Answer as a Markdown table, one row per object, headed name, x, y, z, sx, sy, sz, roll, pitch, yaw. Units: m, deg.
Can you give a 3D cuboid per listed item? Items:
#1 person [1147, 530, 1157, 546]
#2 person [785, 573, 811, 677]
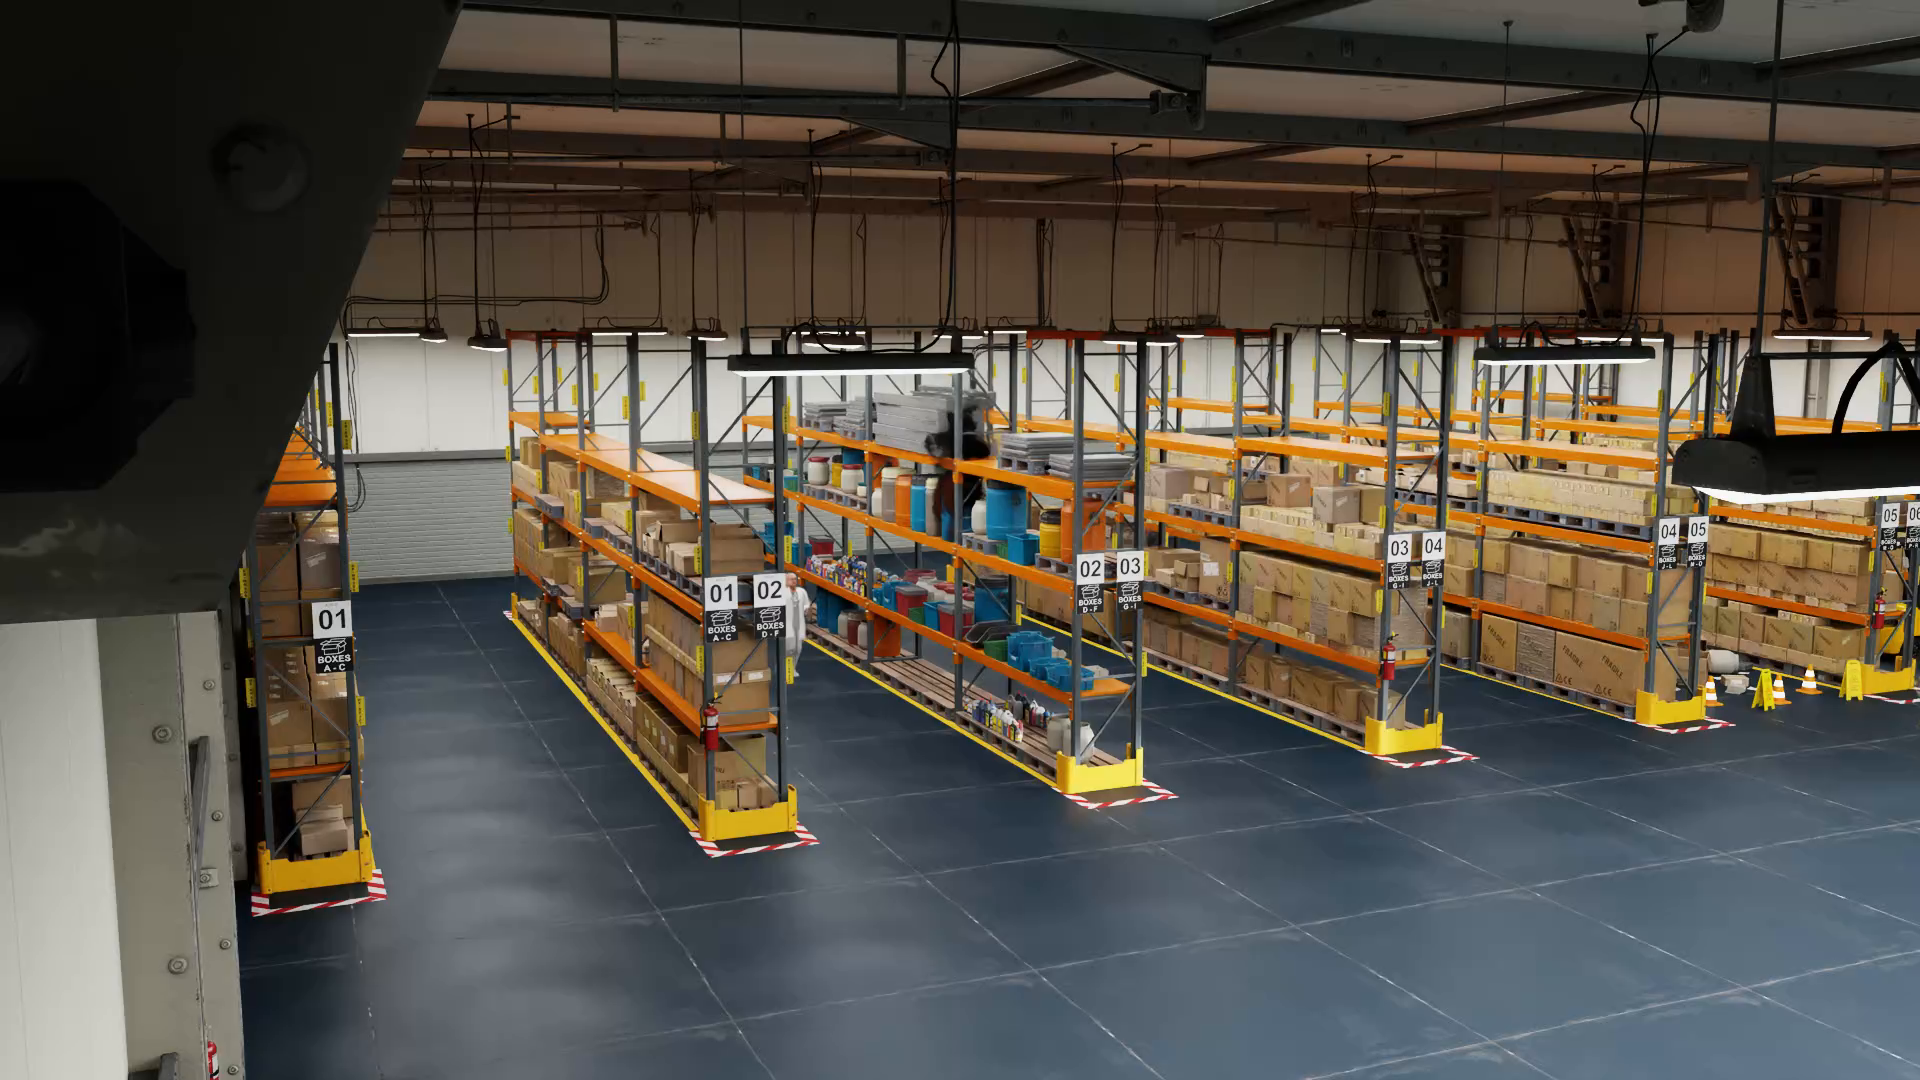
| name | x | y | z | sx | sy | sz | roll | pitch | yaw |
| --- | --- | --- | --- | --- | --- | --- | --- | --- | --- |
| person | 4.865 | -0.119 | 41.878 | 0.556 | 1.602 | 0.648 | 1 | 8 | 7 |
| person | -2.758 | 1.452 | 27.592 | 0.694 | 1.804 | 0.642 | -4 | 9 | -30 |
